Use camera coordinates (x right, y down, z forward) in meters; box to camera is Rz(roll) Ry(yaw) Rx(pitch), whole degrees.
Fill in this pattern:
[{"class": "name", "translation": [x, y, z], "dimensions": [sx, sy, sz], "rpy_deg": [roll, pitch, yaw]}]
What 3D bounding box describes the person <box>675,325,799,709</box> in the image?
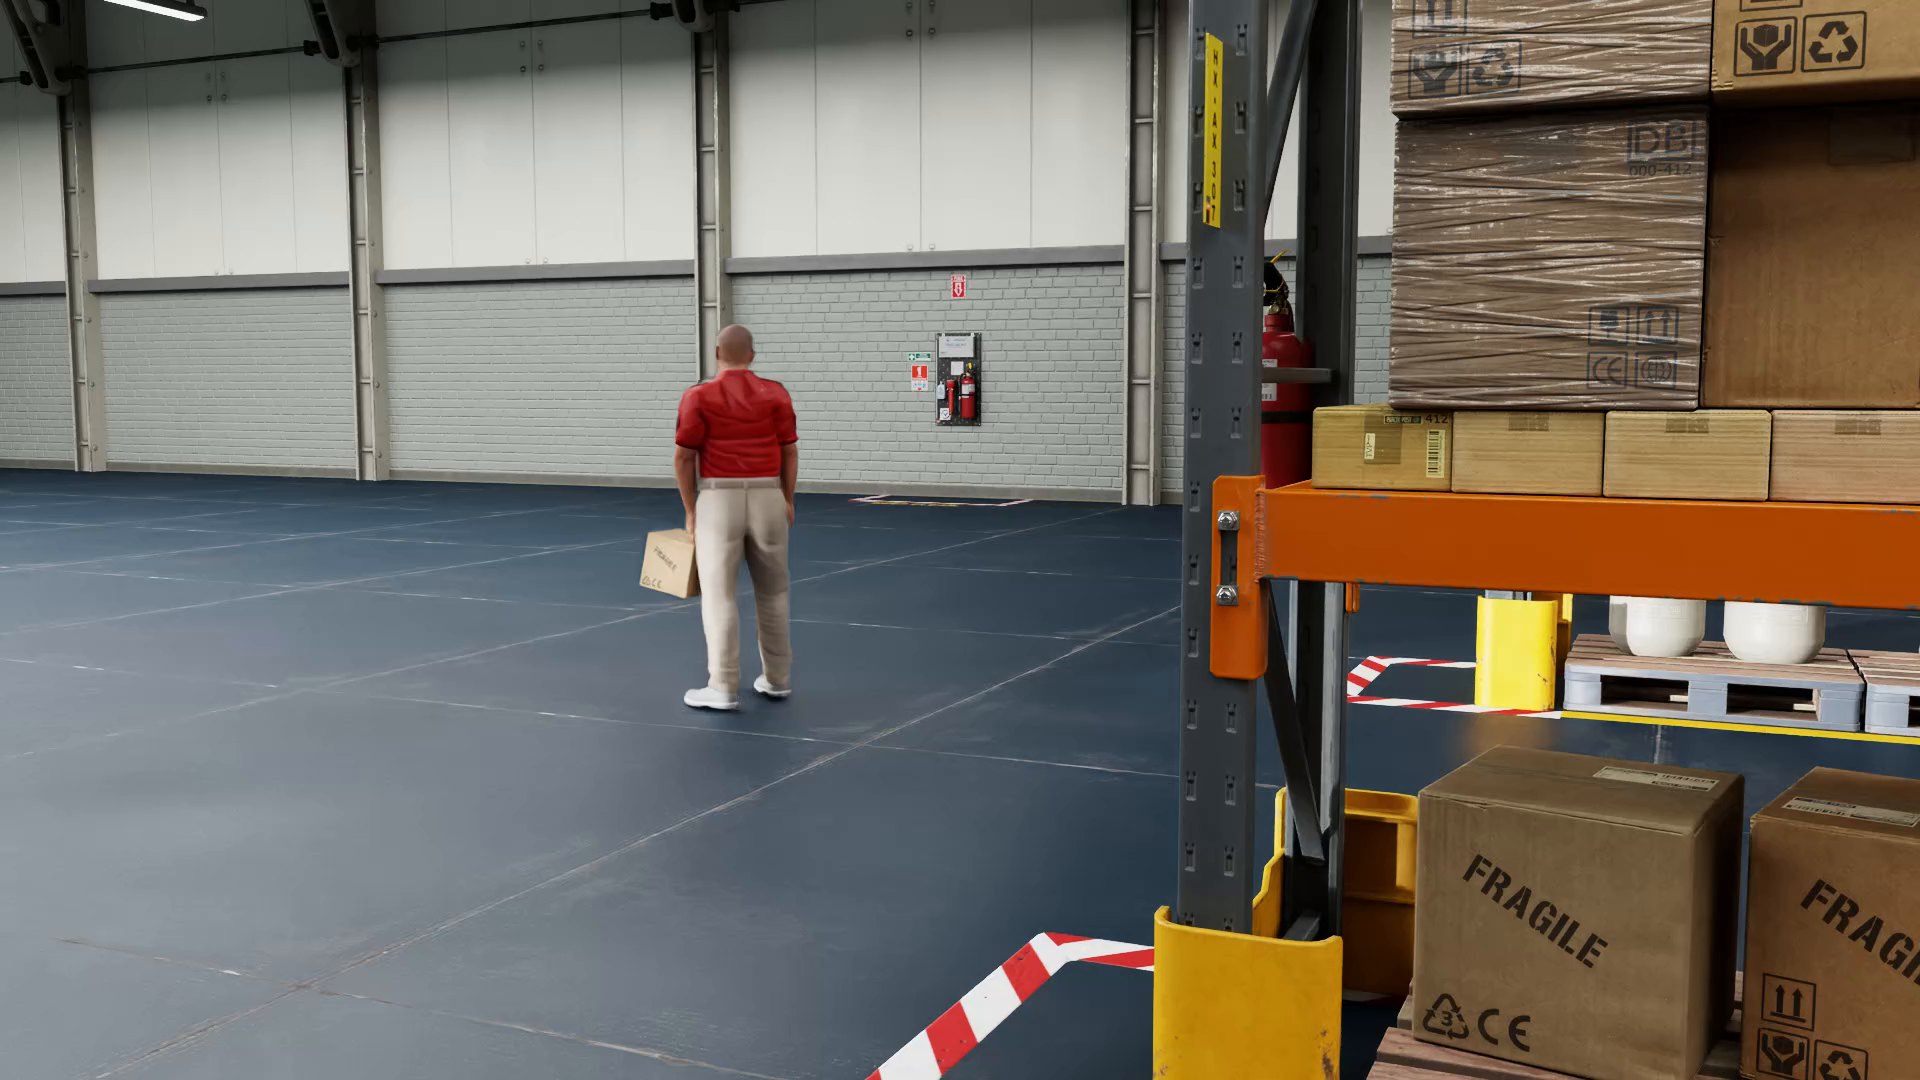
[{"class": "person", "translation": [-1.032, -0.116, 7.663], "dimensions": [0.576, 1.730, 0.523], "rpy_deg": [-2, 6, -17]}]
